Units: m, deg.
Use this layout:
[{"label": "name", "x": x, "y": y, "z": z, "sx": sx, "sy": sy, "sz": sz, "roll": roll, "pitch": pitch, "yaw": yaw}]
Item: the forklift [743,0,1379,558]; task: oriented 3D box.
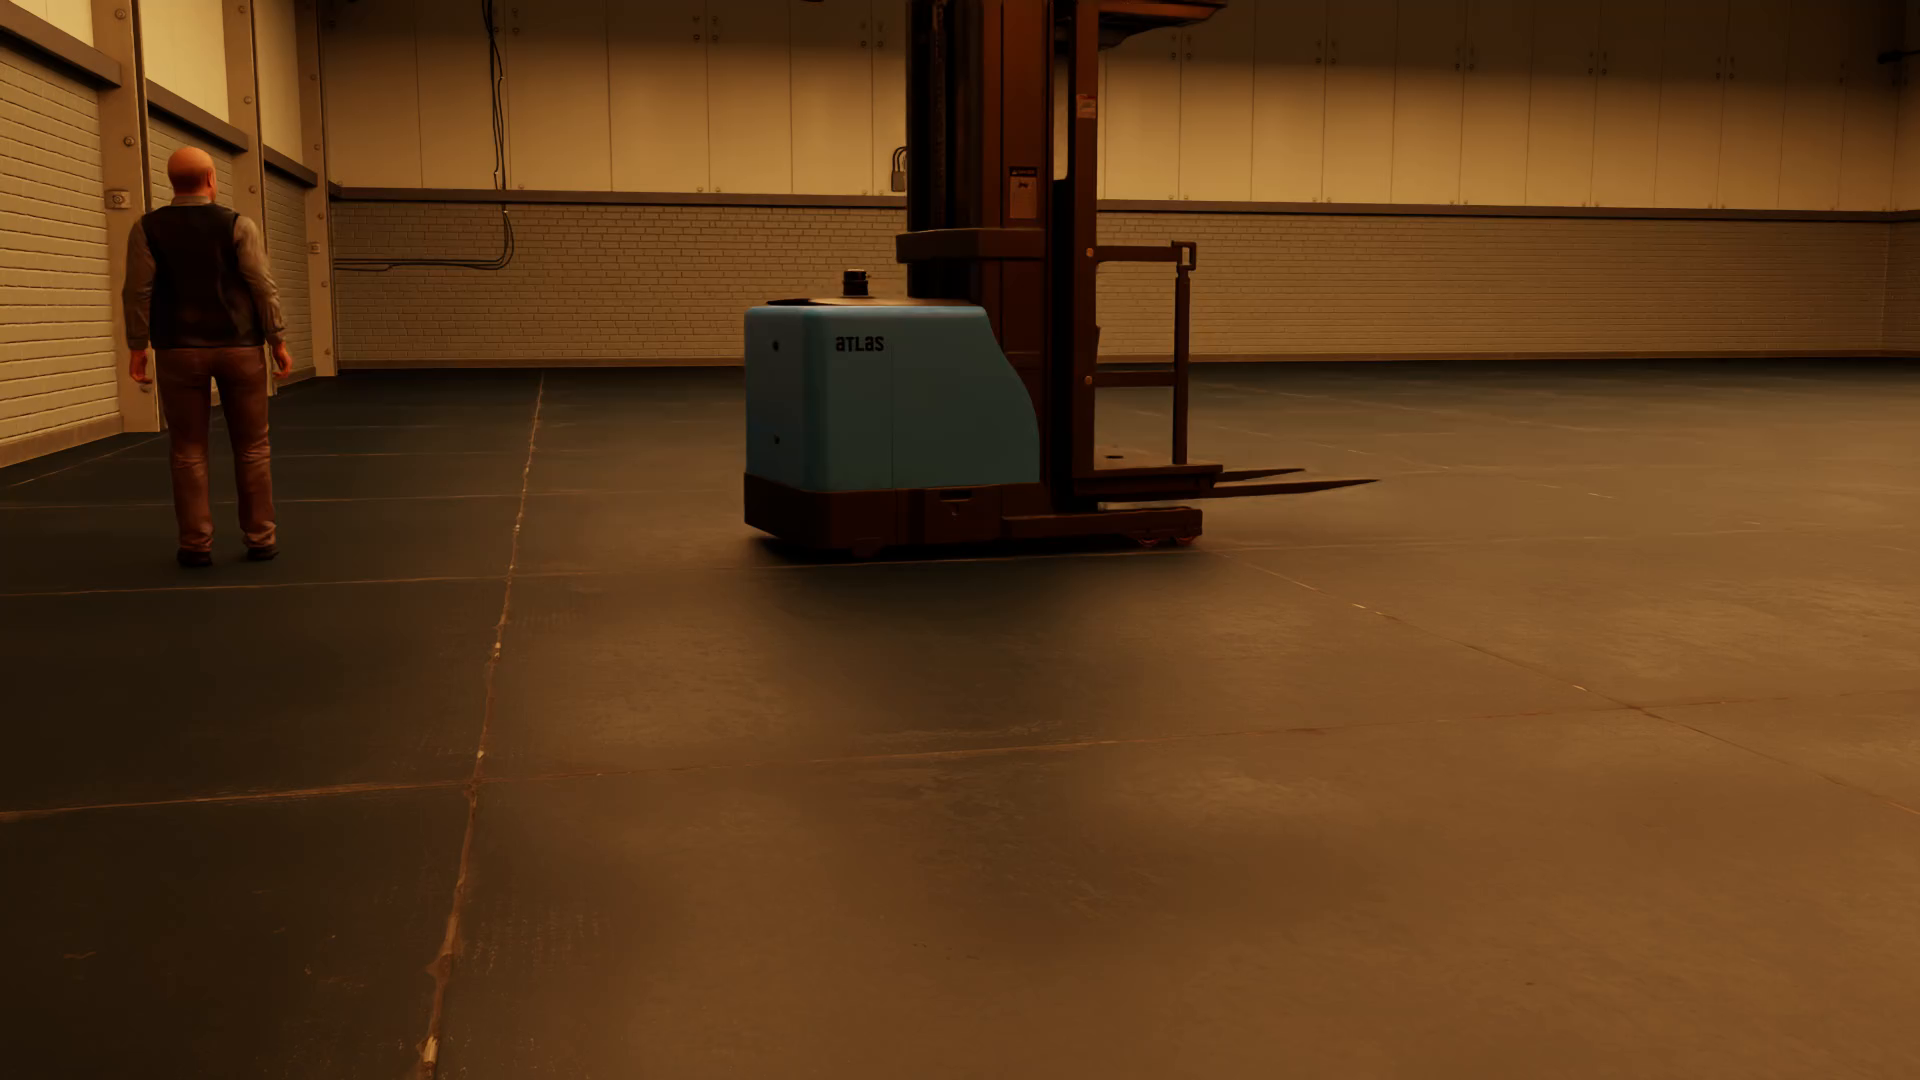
[{"label": "forklift", "x": 0.557, "y": -1.487, "z": 7.759, "sx": 3.031, "sy": 2.935, "sz": 1.130, "roll": -4, "pitch": 9, "yaw": -24}]

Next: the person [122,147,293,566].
[{"label": "person", "x": -3.143, "y": -0.767, "z": 6.988, "sx": 0.632, "sy": 1.723, "sz": 0.411, "roll": -3, "pitch": 9, "yaw": -21}]
